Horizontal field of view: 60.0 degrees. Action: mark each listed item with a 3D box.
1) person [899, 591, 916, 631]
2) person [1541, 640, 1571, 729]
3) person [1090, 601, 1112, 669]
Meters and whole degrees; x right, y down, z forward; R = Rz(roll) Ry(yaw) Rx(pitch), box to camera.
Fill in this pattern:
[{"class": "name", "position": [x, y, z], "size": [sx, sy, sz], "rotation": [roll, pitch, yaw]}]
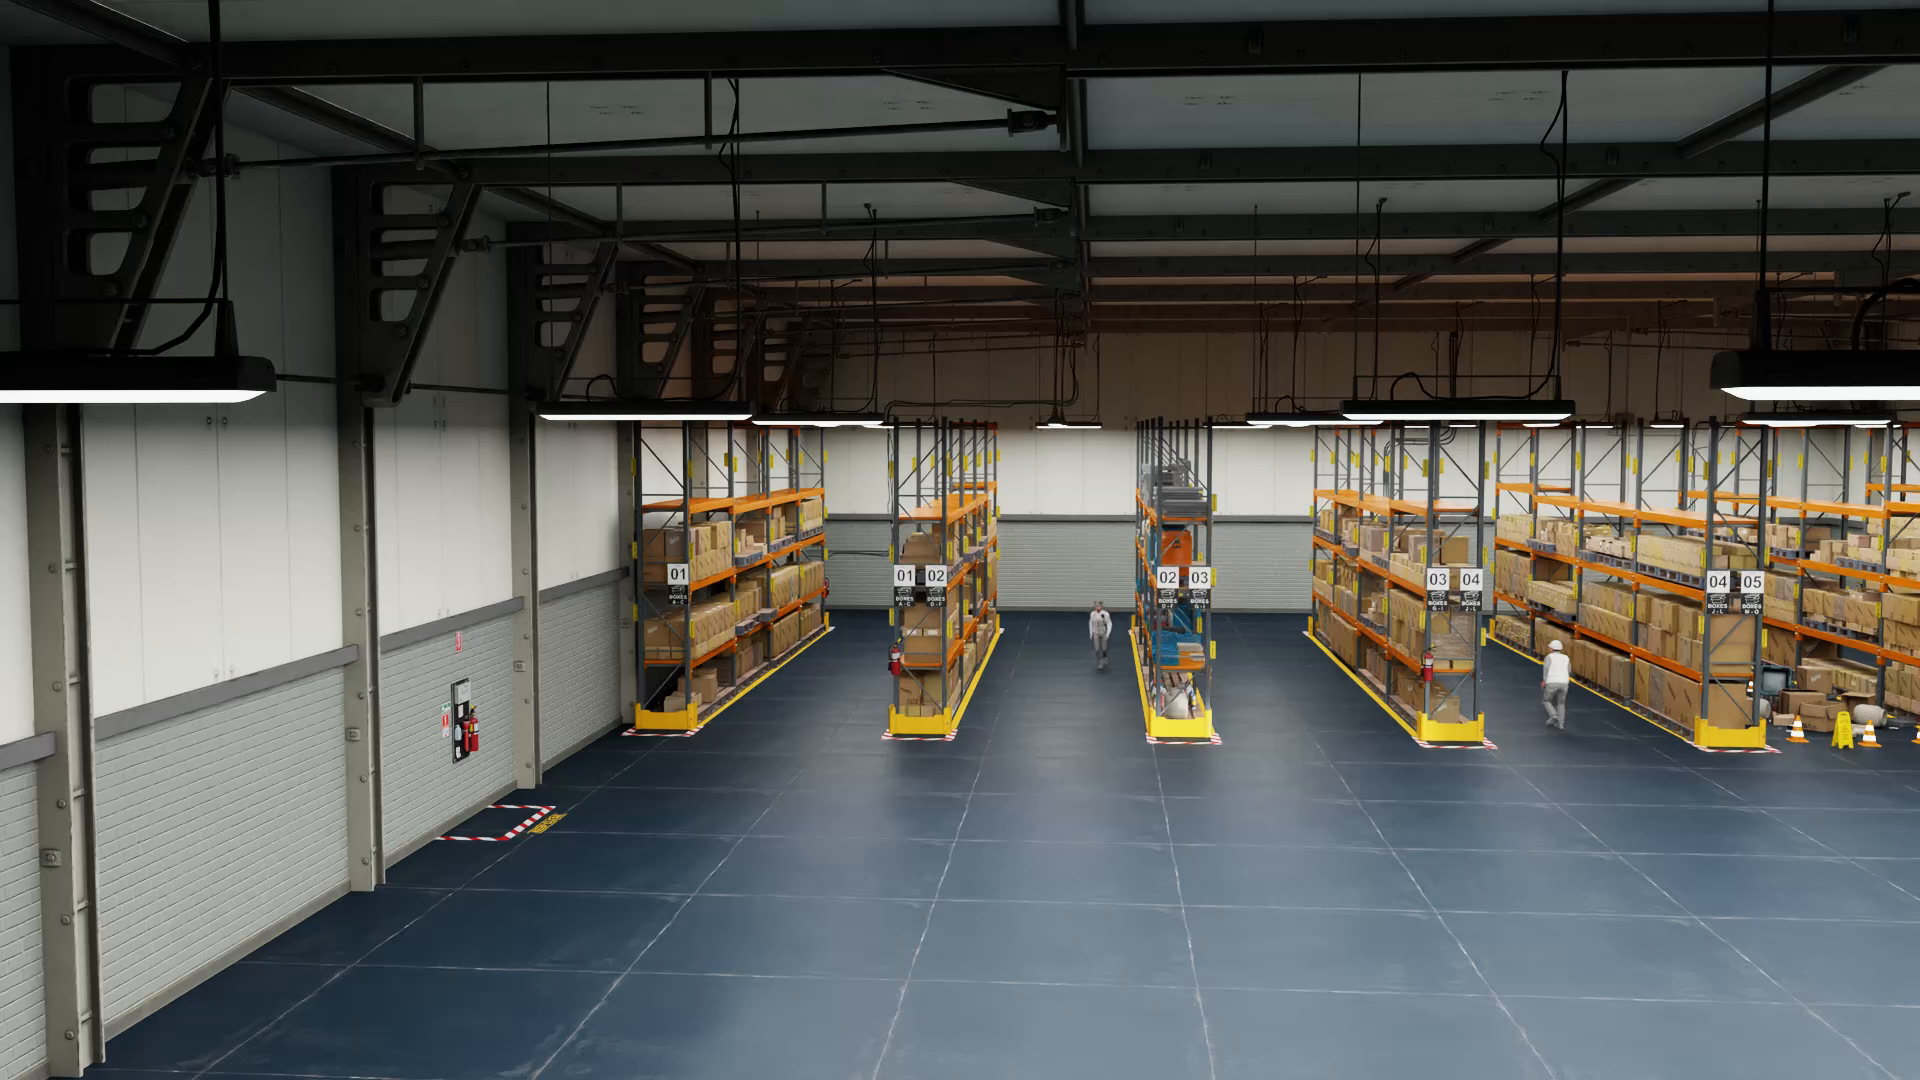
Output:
[{"class": "person", "position": [-1.549, 1.710, 47.852], "size": [0.665, 1.718, 1.103], "rotation": [0, 4, 6]}, {"class": "person", "position": [11.573, 2.787, 32.286], "size": [0.604, 1.667, 0.746], "rotation": [0, 4, 5]}, {"class": "person", "position": [3.428, 2.272, 40.339], "size": [0.550, 1.655, 0.582], "rotation": [1, 4, 18]}]
